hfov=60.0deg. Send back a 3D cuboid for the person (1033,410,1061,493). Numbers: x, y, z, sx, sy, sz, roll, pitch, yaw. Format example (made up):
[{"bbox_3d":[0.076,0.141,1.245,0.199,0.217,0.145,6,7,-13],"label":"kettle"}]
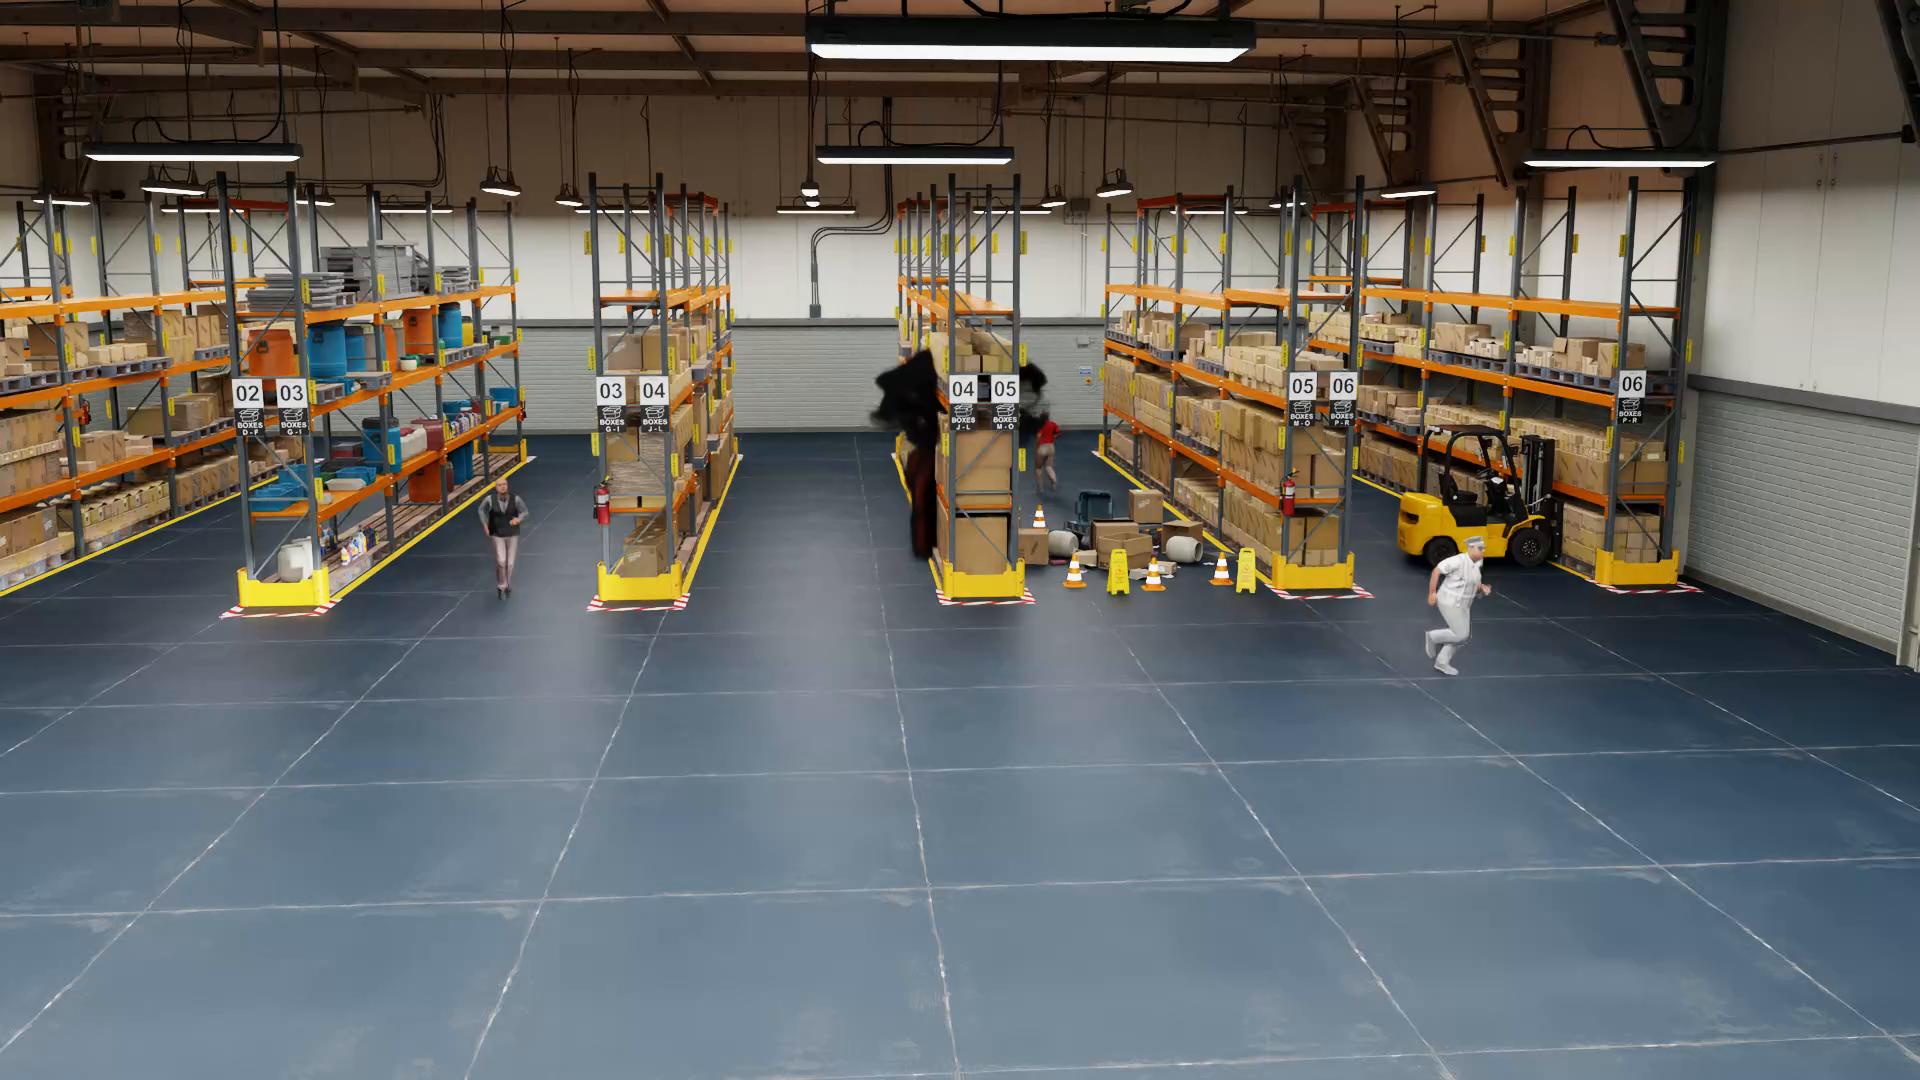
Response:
[{"bbox_3d":[1.760,-1.785,33.944,0.653,1.733,0.837,-5,11,-26],"label":"person"}]

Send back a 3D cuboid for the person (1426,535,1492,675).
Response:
[{"bbox_3d":[5.893,0.756,19.629,0.749,1.701,0.653,10,14,44],"label":"person"}]

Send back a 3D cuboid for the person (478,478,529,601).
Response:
[{"bbox_3d":[-6.532,-0.009,23.899,0.689,1.785,0.701,-4,11,-22],"label":"person"}]
